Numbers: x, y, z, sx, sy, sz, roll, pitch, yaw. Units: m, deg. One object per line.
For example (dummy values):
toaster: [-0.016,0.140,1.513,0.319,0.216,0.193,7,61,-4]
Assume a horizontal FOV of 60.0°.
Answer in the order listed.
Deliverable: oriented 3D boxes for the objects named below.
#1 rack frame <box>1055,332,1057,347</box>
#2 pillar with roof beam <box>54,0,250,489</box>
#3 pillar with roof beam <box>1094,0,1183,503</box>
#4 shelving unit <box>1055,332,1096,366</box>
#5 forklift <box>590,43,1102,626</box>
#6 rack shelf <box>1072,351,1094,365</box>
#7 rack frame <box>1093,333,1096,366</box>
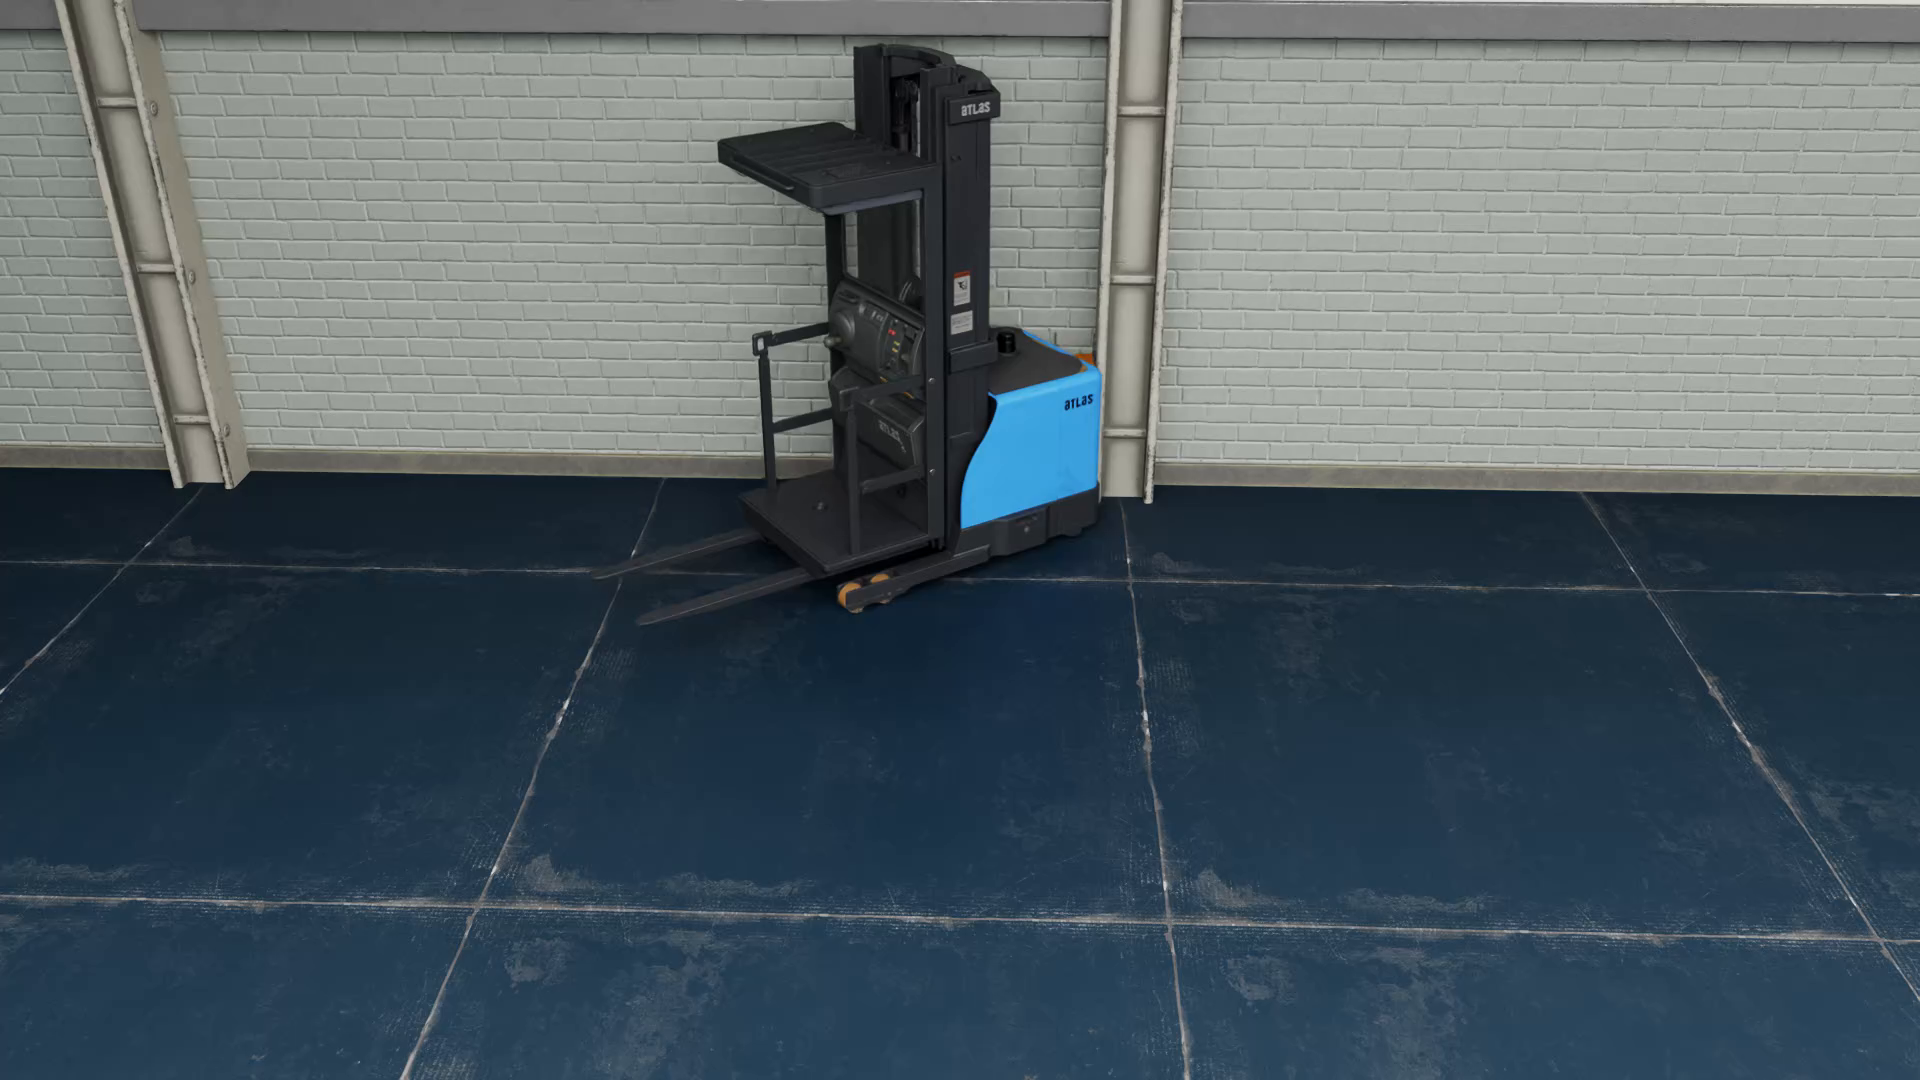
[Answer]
rack frame: [0.594,-0.793,10.618,0.008,1.050,0.200,1,25,1]
pillar with roof beam: [-5.101,-2.372,5.116,0.400,9.000,9.100,1,28,2]
pillar with roof beam: [0.895,-2.272,4.929,0.400,9.000,9.100,1,28,2]
shelving unit: [0.716,-0.790,10.615,0.252,1.050,0.215,1,25,1]
forklift: [-0.648,-1.164,9.317,3.031,2.935,1.130,-17,32,-29]
rack shelf: [0.719,-1.038,10.499,0.240,0.259,0.215,1,25,1]
rack frame: [0.838,-0.787,10.612,0.008,1.050,0.200,1,25,1]
